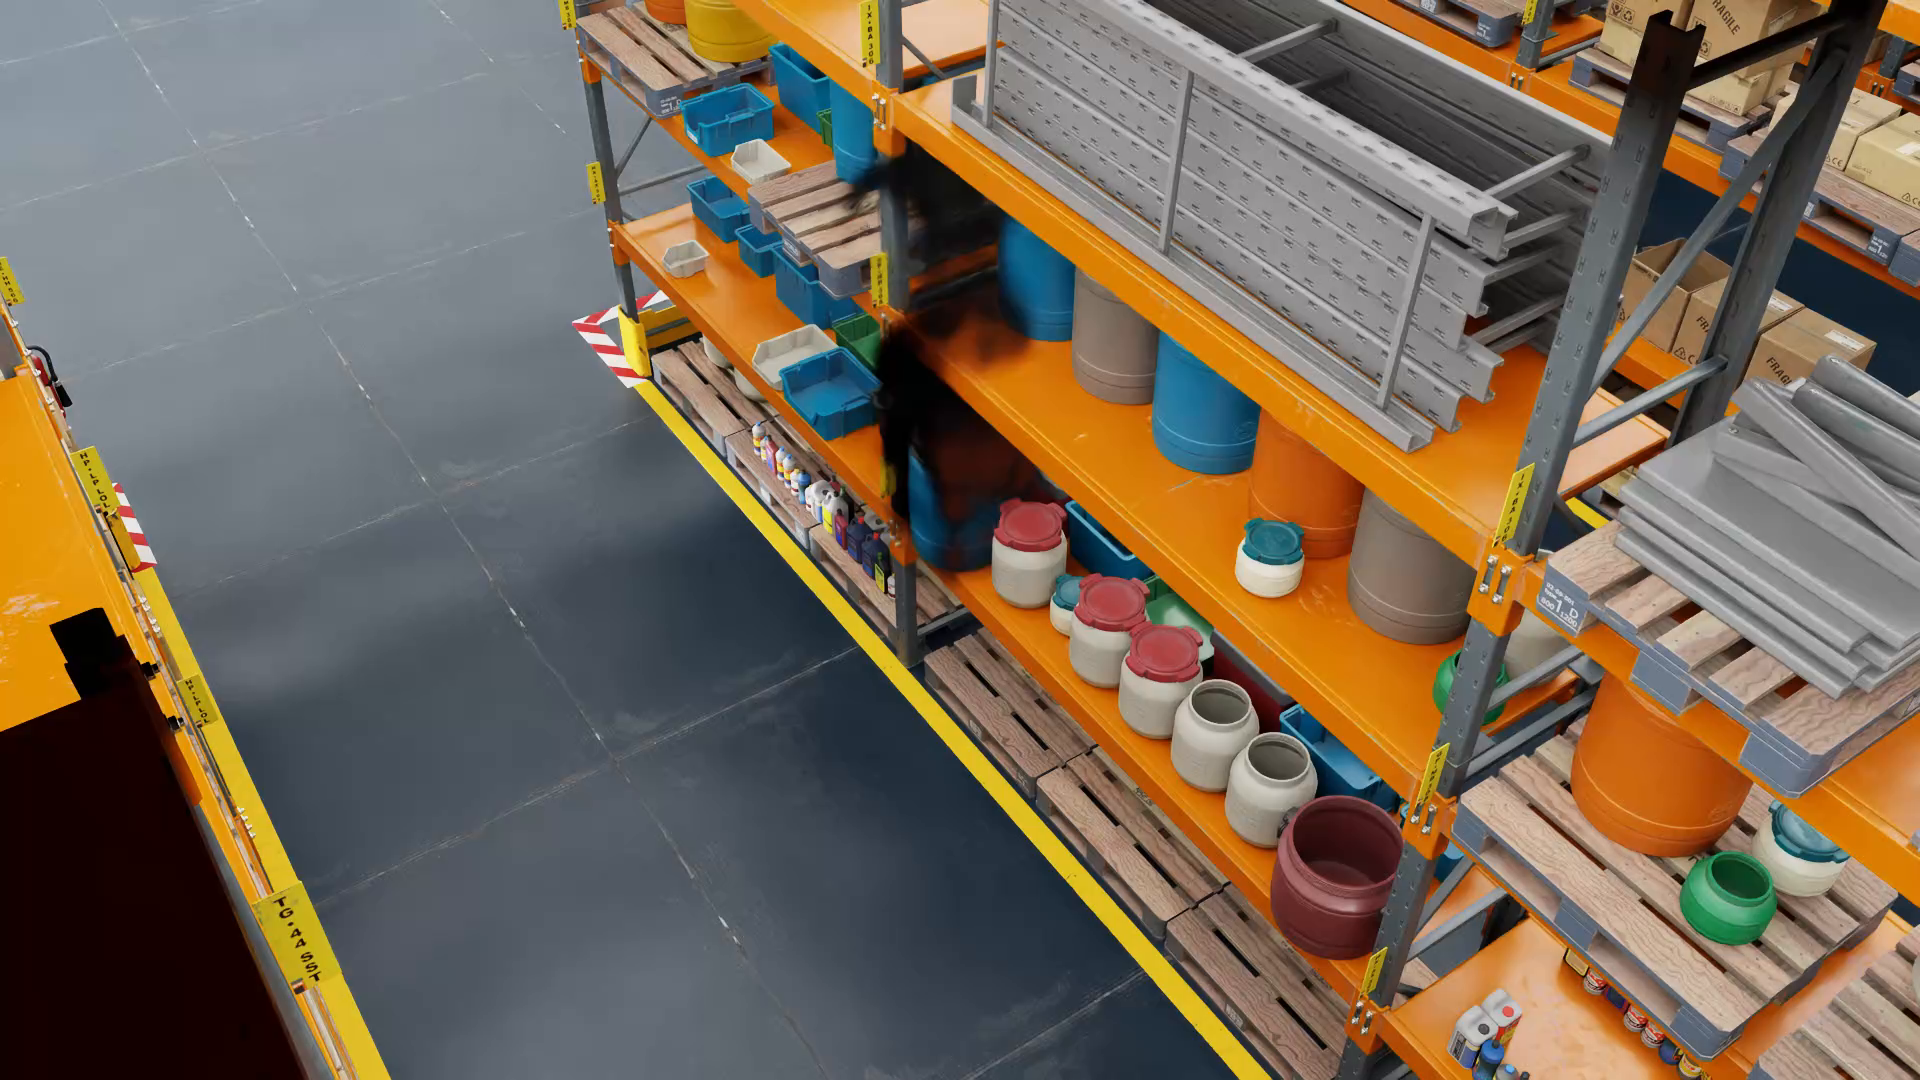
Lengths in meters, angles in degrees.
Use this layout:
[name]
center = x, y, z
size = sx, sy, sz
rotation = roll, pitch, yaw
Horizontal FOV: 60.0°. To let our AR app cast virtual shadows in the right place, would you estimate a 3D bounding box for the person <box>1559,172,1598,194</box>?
[person]
center = 5.506, -3.419, 14.307
size = 0.888, 1.620, 0.566
rotation = 31, 51, 29
